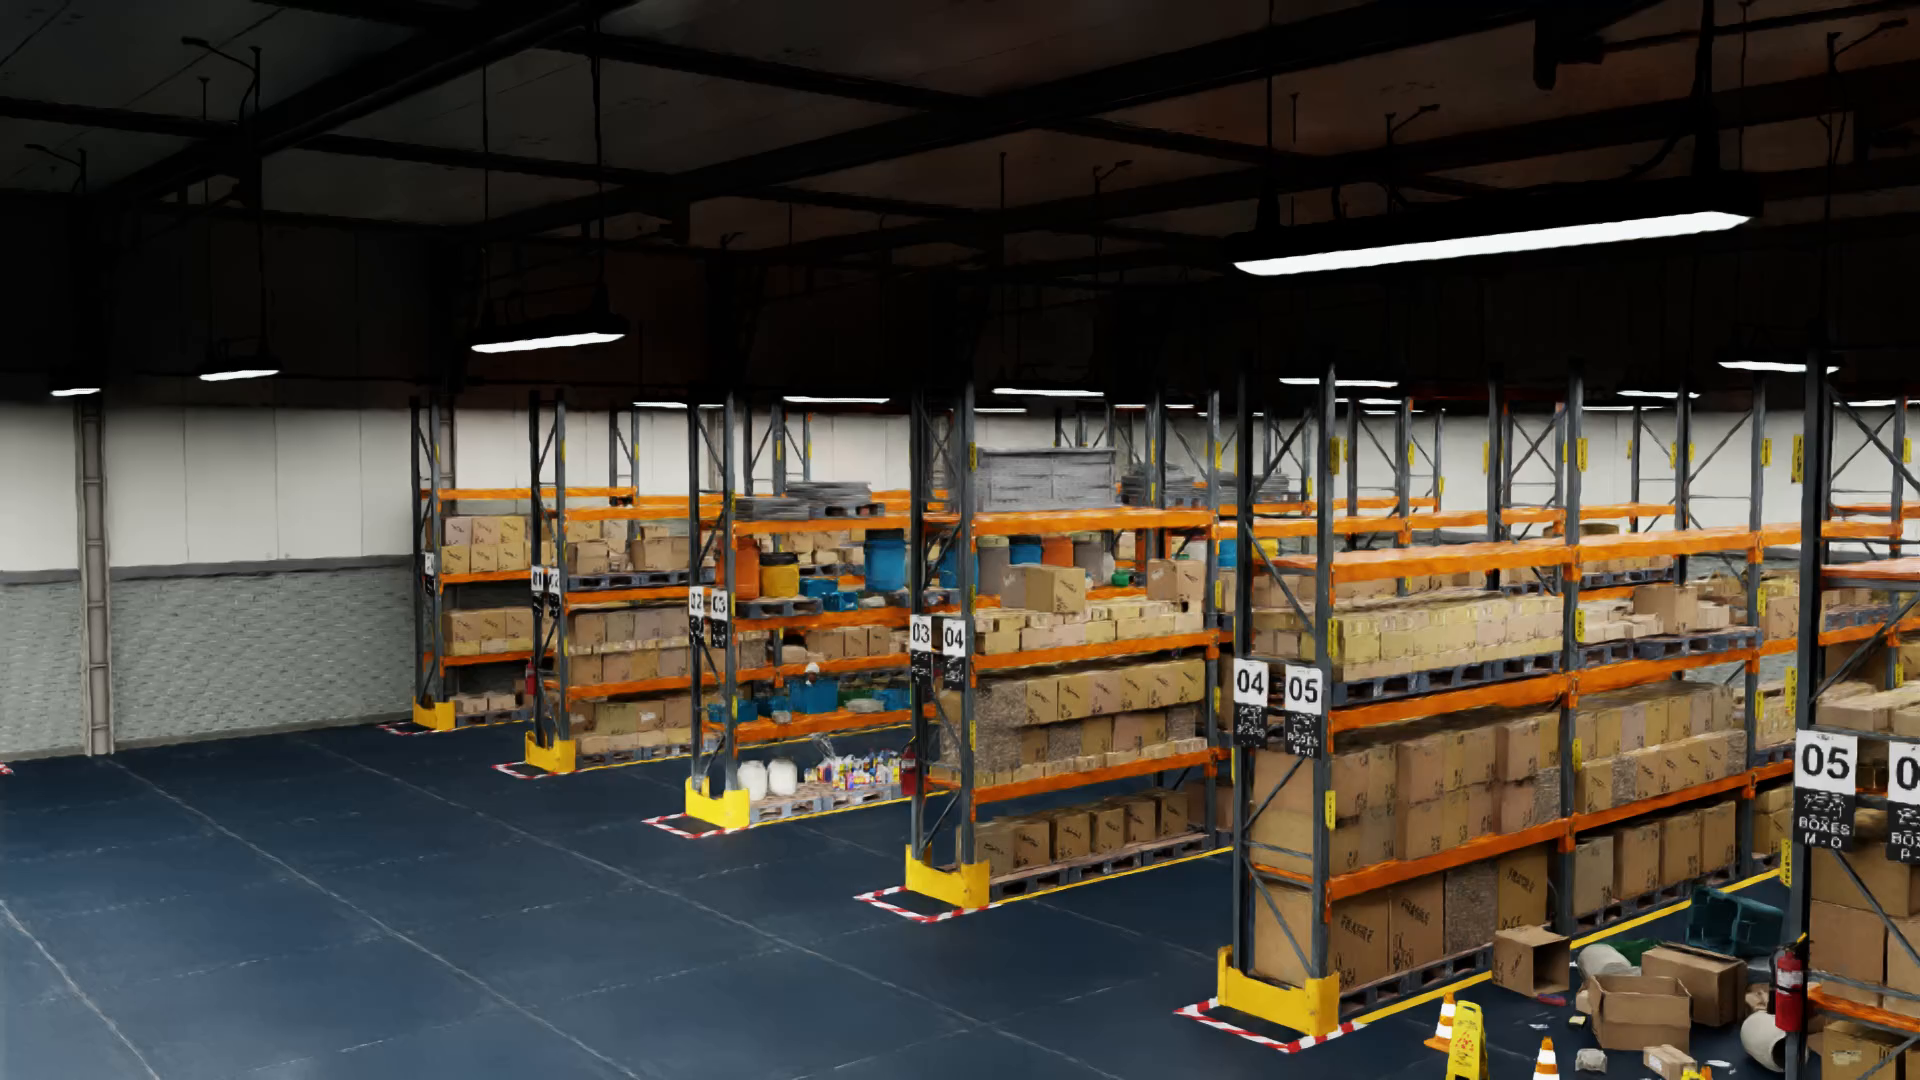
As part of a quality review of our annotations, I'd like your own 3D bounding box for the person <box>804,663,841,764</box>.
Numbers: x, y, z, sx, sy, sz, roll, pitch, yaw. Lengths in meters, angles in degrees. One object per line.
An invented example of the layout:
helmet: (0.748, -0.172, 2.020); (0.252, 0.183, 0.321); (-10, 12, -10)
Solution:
person: (-2.209, 2.775, 26.218); (0.791, 1.706, 0.704); (-2, 4, -35)
